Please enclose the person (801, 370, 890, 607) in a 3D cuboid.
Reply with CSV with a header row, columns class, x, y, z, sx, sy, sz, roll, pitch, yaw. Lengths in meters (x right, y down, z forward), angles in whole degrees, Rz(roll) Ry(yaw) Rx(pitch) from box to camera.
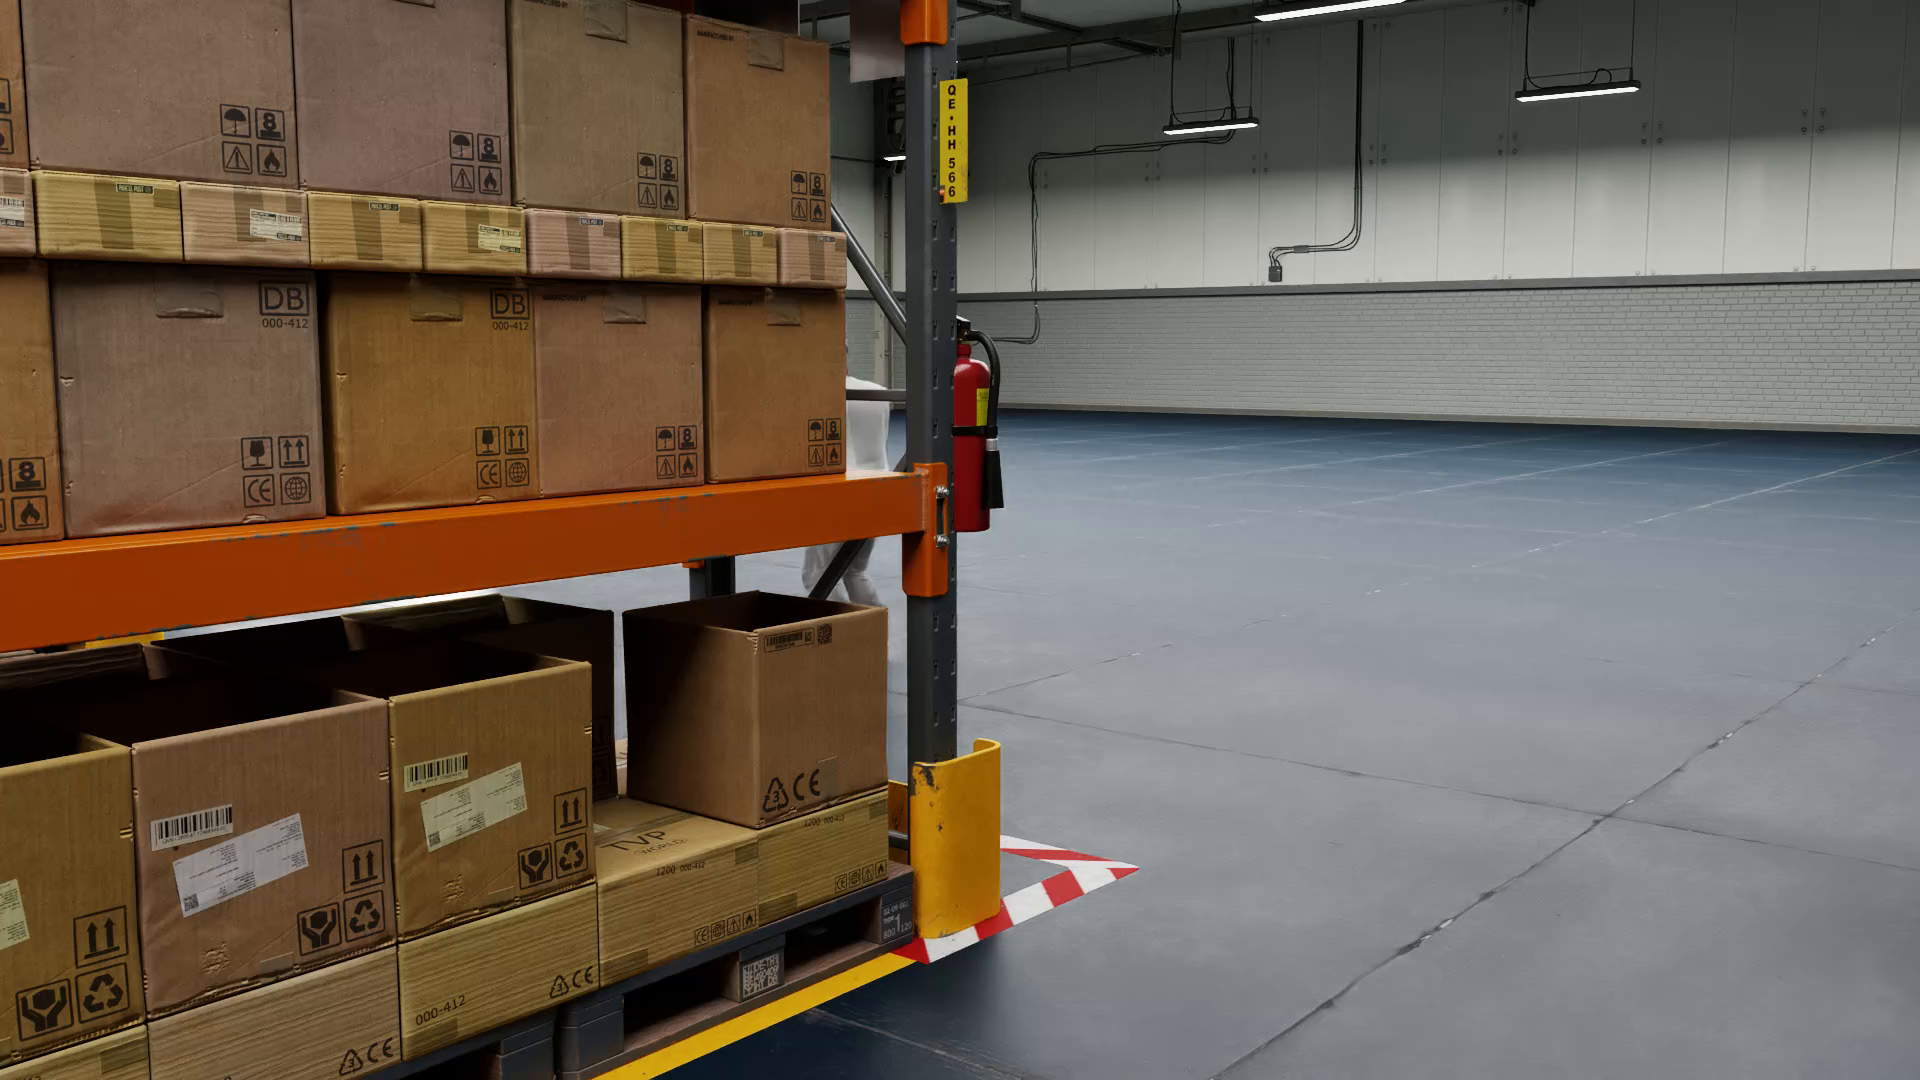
class,x,y,z,sx,sy,sz,roll,pitch,yaw
person,-0.618,-0.194,8.566,0.472,1.708,0.595,6,9,40
